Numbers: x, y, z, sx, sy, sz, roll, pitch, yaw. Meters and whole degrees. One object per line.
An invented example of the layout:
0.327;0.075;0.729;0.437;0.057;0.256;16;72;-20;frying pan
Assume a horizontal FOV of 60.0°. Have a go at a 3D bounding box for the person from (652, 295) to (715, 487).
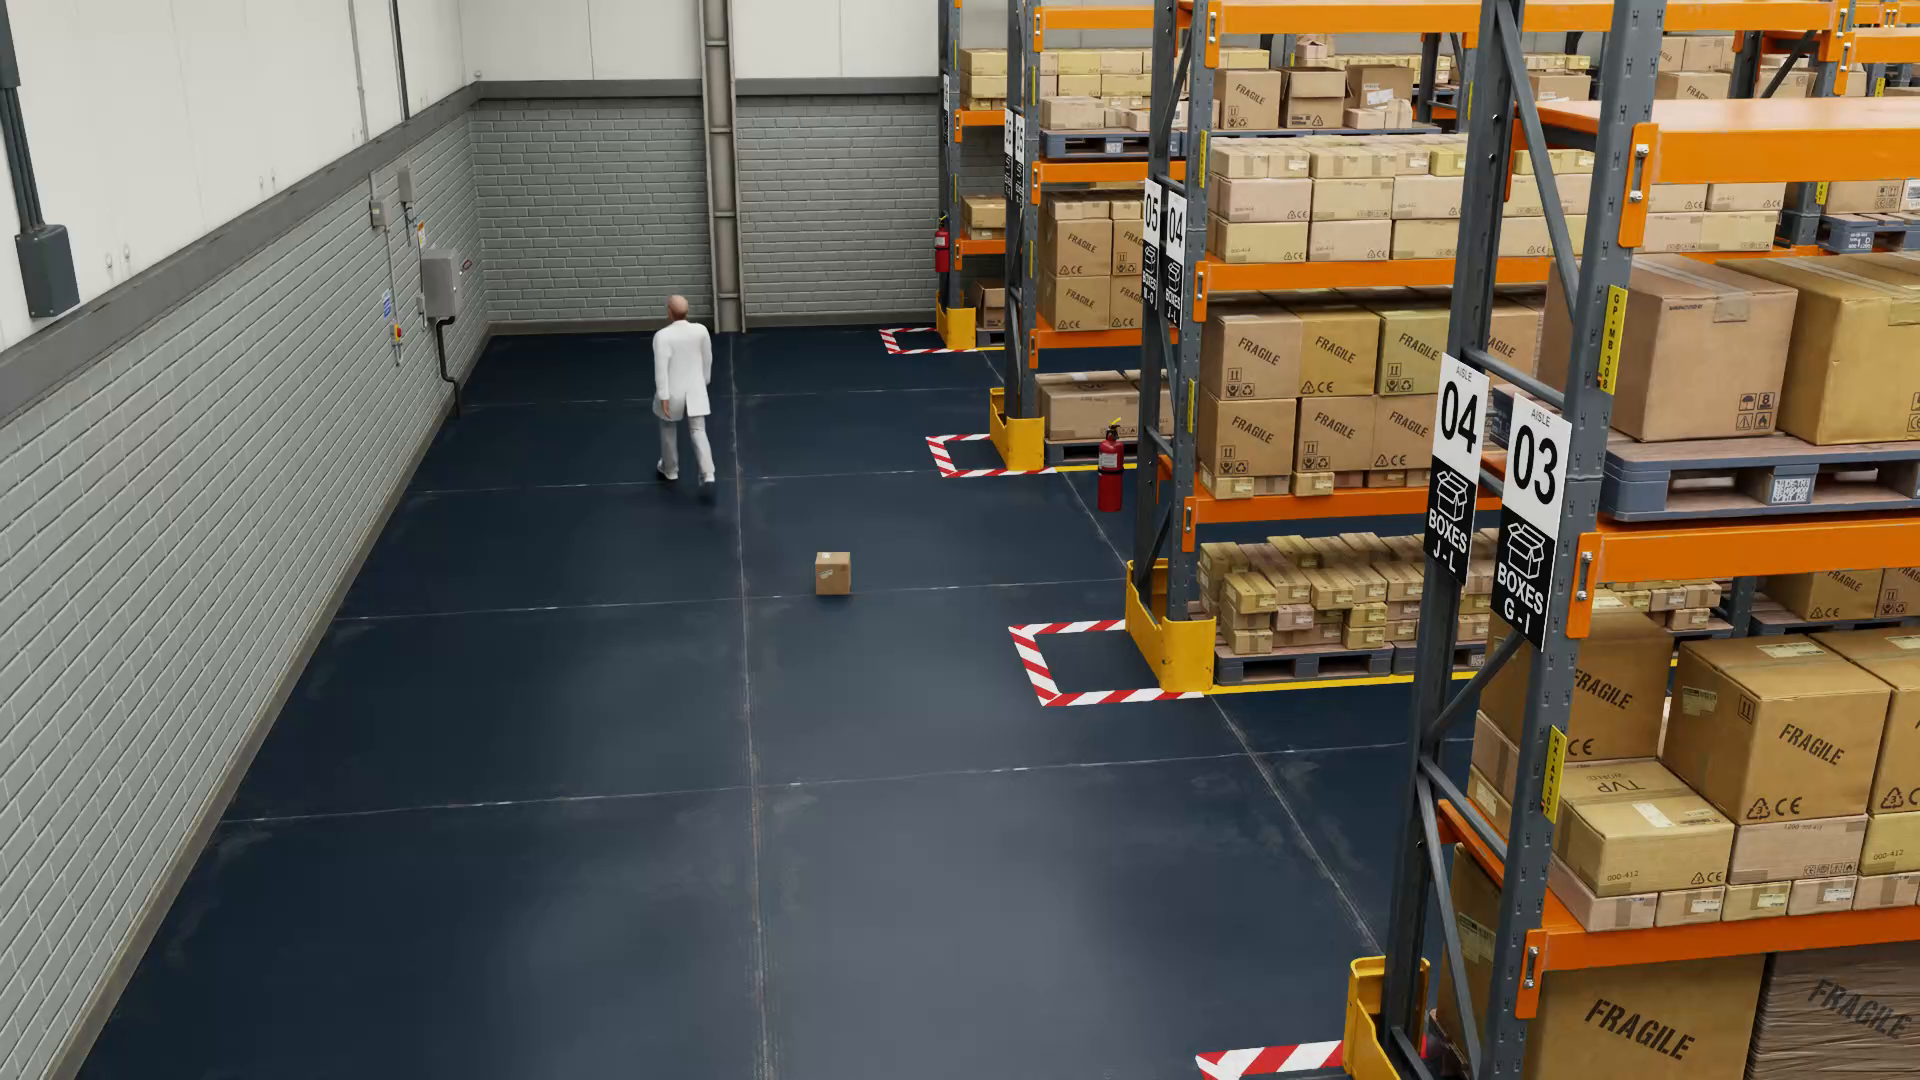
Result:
-2.460;-1.329;14.804;0.567;1.736;1.084;-9;22;-23;person
